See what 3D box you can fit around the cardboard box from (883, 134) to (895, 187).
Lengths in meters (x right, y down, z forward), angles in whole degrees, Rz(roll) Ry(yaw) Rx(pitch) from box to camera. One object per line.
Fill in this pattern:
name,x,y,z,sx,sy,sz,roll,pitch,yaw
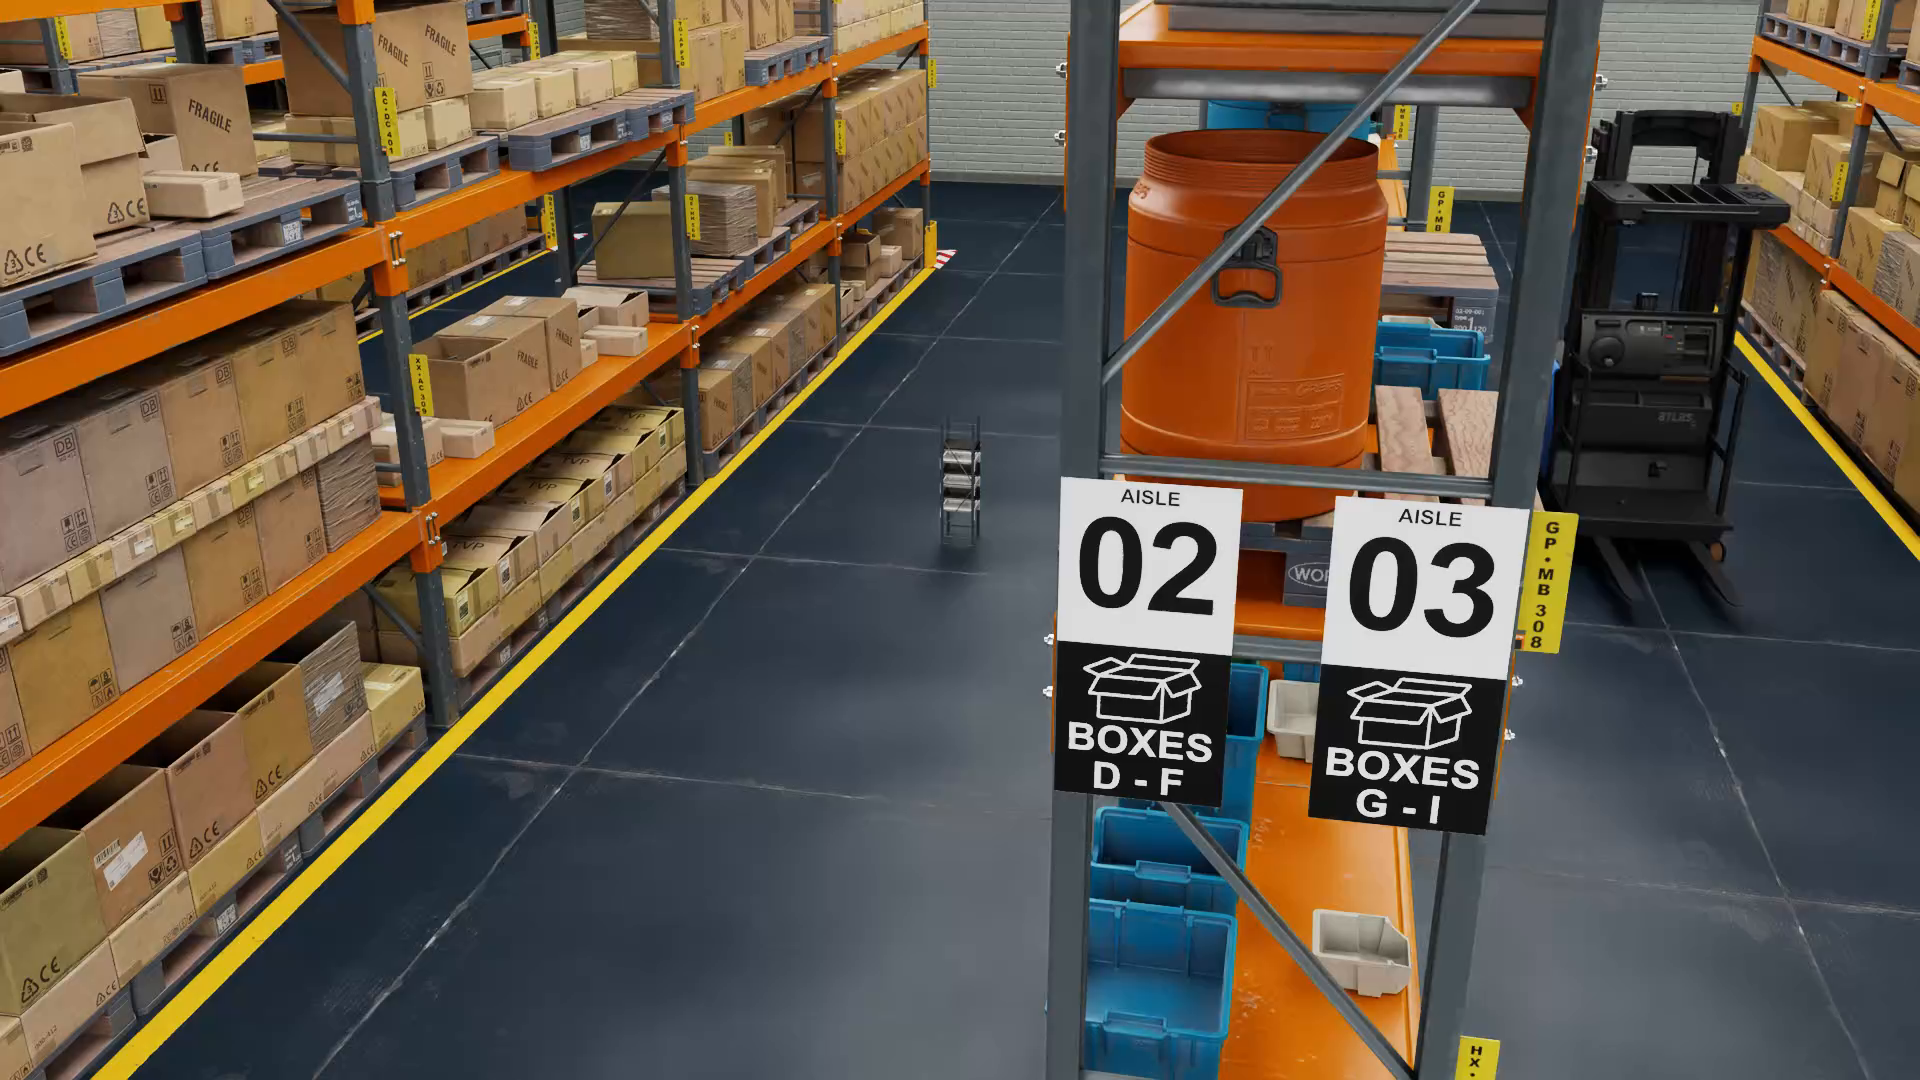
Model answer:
cardboard box,-1.001,-4.091,17.864,0.500,0.500,0.500,4,22,10

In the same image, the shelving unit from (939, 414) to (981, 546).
shelving unit,0.002,-0.420,11.693,0.258,0.900,0.210,4,22,11

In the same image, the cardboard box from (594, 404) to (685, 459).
cardboard box,-2.361,-0.829,12.265,0.500,0.311,0.500,5,22,12

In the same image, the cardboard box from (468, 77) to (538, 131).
cardboard box,-2.862,-2.609,9.939,0.500,0.250,0.500,3,22,6

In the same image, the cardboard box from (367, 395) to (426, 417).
cardboard box,-3.312,-0.671,9.683,0.396,0.266,0.258,4,22,10

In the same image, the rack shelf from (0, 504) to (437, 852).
rack shelf,-3.720,0.668,7.143,1.077,0.370,4.000,4,22,11

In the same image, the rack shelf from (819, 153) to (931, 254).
rack shelf,-1.271,-3.721,18.040,1.077,0.370,4.000,4,22,11

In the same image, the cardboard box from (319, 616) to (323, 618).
cardboard box,-3.713,0.481,8.758,0.500,0.500,0.500,4,22,11

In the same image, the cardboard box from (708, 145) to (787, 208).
cardboard box,-1.995,-3.408,15.605,0.700,0.500,0.500,-3,22,-7

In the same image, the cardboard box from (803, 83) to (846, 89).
cardboard box,-1.521,-4.594,17.772,0.500,0.500,0.500,4,22,10

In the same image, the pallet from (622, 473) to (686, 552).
pallet,-2.702,-0.269,12.238,1.003,0.211,1.213,4,22,11

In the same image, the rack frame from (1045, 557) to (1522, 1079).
rack frame,0.720,1.445,4.252,1.000,3.000,0.127,4,22,11

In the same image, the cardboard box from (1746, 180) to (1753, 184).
cardboard box,8.336,-3.621,17.165,0.380,0.149,0.250,4,22,10

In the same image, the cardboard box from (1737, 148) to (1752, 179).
cardboard box,8.472,-3.943,17.431,0.500,0.250,0.500,4,22,9

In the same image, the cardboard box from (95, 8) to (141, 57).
cardboard box,-7.246,-4.258,13.673,0.700,0.500,0.500,3,22,8

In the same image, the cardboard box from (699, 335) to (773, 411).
cardboard box,-1.914,-1.424,14.132,0.500,0.500,0.500,4,22,10

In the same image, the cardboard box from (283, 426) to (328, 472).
cardboard box,-3.261,-0.443,7.935,0.380,0.149,0.250,4,22,9

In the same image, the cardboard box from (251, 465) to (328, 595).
cardboard box,-3.497,-0.088,7.922,0.700,0.500,0.500,4,22,10

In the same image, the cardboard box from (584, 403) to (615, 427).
cardboard box,-2.890,-0.871,12.368,0.500,0.311,0.500,5,23,13

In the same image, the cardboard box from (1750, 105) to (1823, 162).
cardboard box,8.370,-4.108,16.837,0.500,0.500,0.500,4,22,10

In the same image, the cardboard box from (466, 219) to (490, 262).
cardboard box,-5.962,-3.567,19.479,0.700,0.500,0.500,4,22,9

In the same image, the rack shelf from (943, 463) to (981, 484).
rack shelf,0.002,-0.473,11.672,0.258,0.077,0.200,4,22,11

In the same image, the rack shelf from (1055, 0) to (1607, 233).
rack shelf,1.129,-1.550,5.156,1.077,0.370,4.000,4,22,11

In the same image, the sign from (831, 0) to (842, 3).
sign,-1.135,-5.096,15.257,0.100,0.325,0.005,4,22,11

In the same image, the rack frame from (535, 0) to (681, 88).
rack frame,-2.496,-4.643,11.336,1.000,3.000,0.127,4,22,11

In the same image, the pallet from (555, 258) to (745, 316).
pallet,-2.426,-2.024,13.122,1.213,0.211,1.003,4,22,11

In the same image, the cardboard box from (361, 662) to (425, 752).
cardboard box,-3.192,0.870,8.798,0.500,0.250,0.500,4,22,11

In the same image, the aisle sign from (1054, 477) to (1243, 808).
aisle sign,0.415,0.242,3.757,0.394,0.787,0.004,4,22,11

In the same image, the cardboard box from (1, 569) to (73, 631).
cardboard box,-3.628,0.214,6.306,0.380,0.149,0.250,4,22,9

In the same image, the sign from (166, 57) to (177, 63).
sign,-3.845,-2.212,8.203,0.100,0.325,0.005,4,22,11

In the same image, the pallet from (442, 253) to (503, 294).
pallet,-6.051,-3.125,19.332,1.003,0.211,1.213,4,22,11

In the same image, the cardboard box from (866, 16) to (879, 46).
cardboard box,-1.128,-5.169,16.859,0.500,0.250,0.500,4,22,11

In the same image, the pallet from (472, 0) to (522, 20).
pallet,-5.854,-6.240,19.437,1.003,0.211,1.213,4,22,11

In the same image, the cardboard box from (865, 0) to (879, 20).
cardboard box,-1.123,-5.401,16.765,0.500,0.250,0.500,4,22,11

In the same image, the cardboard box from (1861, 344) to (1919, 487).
cardboard box,7.552,-0.889,12.328,1.225,0.875,0.875,5,22,11

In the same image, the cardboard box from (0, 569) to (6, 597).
cardboard box,-3.907,0.036,5.880,0.700,0.500,0.500,4,22,10

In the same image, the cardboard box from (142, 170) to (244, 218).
cardboard box,-3.290,-1.470,7.060,0.380,0.149,0.250,4,22,11

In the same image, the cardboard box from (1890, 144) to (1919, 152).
cardboard box,8.366,-3.138,14.430,0.500,0.500,0.500,4,22,11

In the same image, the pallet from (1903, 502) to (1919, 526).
pallet,7.436,-0.093,11.801,1.003,0.211,1.213,4,22,11

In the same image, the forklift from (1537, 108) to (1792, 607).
forklift,4.716,-1.325,11.220,1.130,2.935,3.031,3,22,8

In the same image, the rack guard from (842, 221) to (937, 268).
rack guard,-0.879,-3.599,20.120,1.175,0.500,0.348,4,22,11

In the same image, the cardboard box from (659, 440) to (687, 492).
cardboard box,-2.364,-0.569,12.369,0.500,0.250,0.500,5,22,12

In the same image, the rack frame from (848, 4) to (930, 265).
rack frame,-0.863,-4.786,19.722,1.000,3.000,0.127,4,22,11

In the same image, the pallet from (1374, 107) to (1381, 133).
pallet,2.605,-3.057,11.667,1.003,0.211,1.213,4,22,11

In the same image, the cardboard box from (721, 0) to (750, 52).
cardboard box,-2.124,-4.335,13.758,0.600,0.600,0.600,4,22,9

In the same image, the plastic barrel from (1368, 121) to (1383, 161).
plastic barrel,2.322,-2.326,9.783,0.301,0.262,0.301,0,22,0

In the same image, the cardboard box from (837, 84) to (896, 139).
cardboard box,-0.993,-4.550,17.663,0.500,0.500,0.500,5,23,13

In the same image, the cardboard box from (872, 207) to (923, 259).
cardboard box,-0.733,-3.613,19.566,0.500,0.500,0.500,4,22,11

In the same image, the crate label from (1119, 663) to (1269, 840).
crate label,0.831,0.734,5.968,0.502,0.435,0.616,4,22,11

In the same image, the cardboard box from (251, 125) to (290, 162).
cardboard box,-6.592,-3.678,15.407,0.500,0.250,0.500,5,22,12

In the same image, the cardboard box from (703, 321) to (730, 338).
cardboard box,-2.328,-1.646,14.683,0.500,0.500,0.500,4,22,9

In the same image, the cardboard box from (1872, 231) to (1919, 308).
cardboard box,7.475,-2.097,12.911,0.500,0.500,0.500,4,22,10

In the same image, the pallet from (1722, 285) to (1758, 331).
pallet,8.747,-2.438,17.623,1.003,0.211,1.213,4,22,11

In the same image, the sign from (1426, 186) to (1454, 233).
sign,2.073,-1.368,7.208,0.100,0.325,0.005,4,22,11

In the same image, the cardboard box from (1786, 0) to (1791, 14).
cardboard box,8.780,-5.514,16.685,0.700,0.500,0.500,3,22,8
